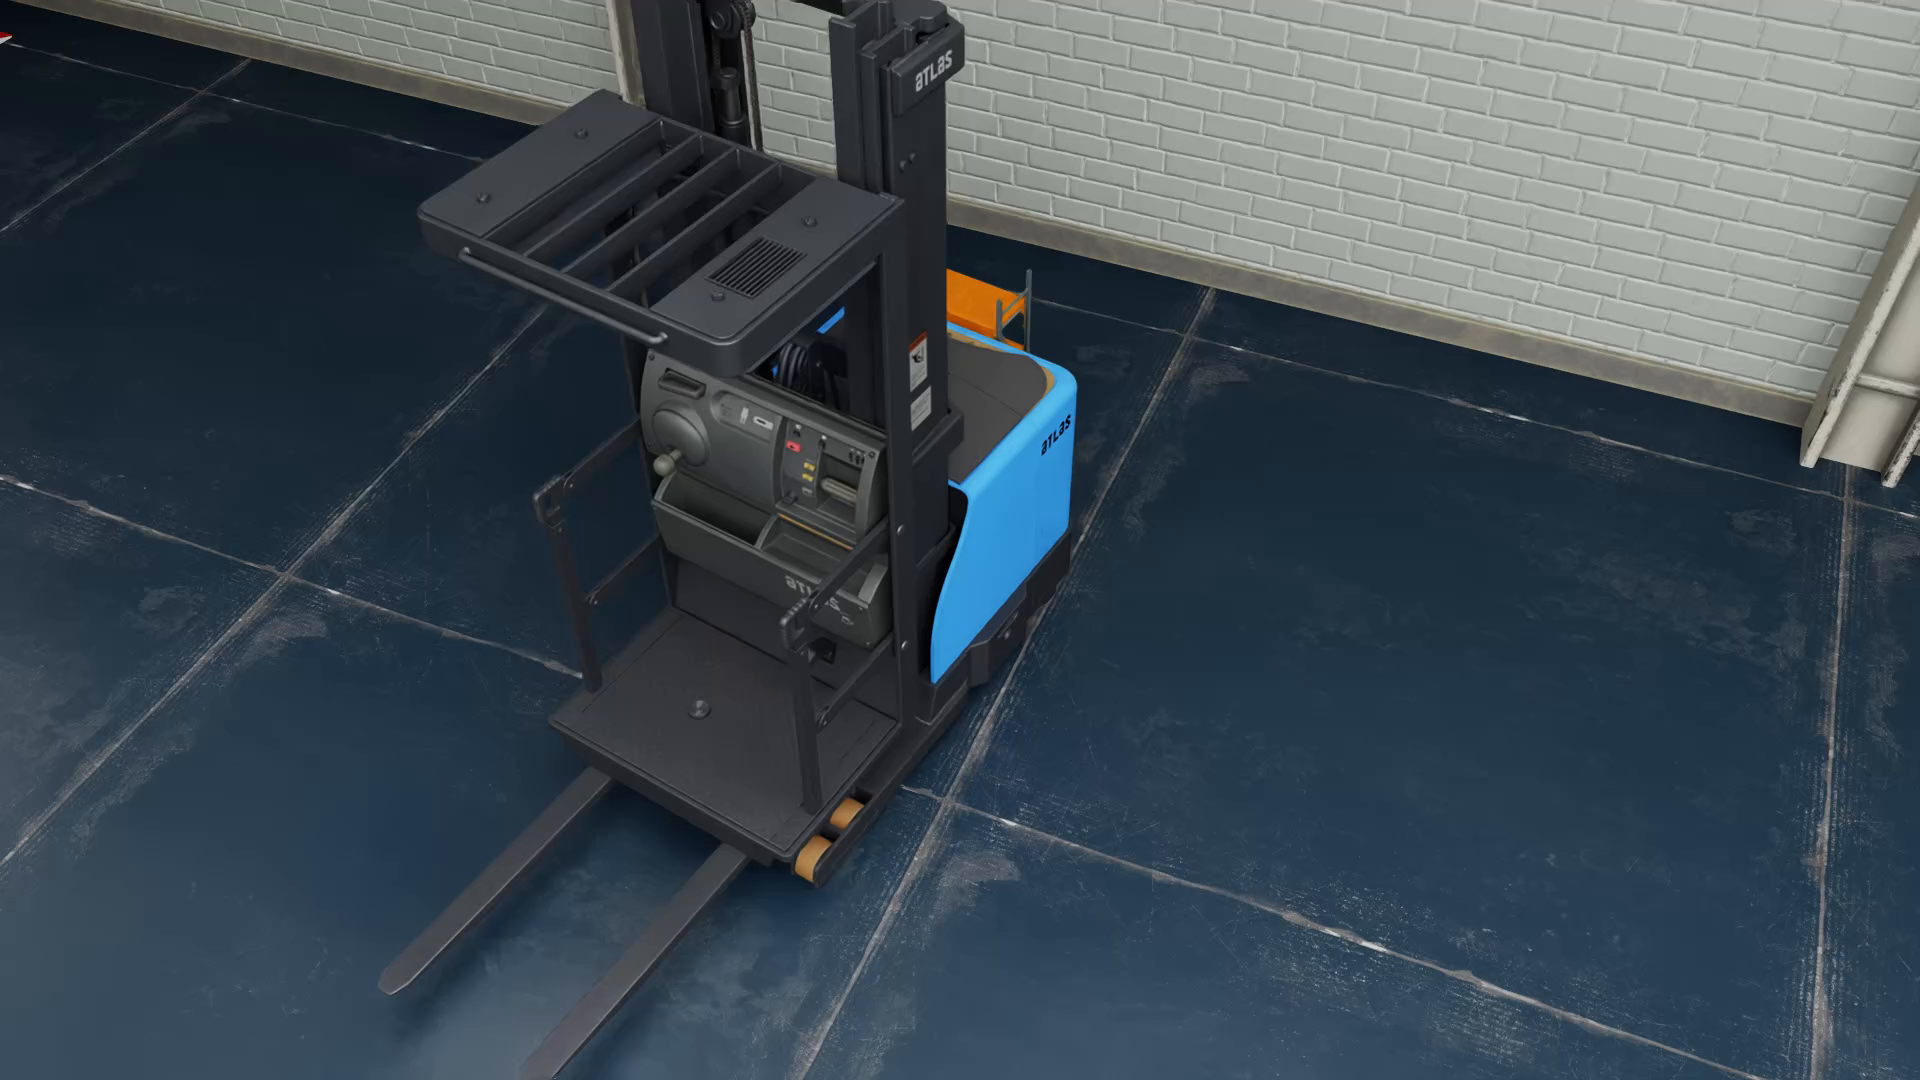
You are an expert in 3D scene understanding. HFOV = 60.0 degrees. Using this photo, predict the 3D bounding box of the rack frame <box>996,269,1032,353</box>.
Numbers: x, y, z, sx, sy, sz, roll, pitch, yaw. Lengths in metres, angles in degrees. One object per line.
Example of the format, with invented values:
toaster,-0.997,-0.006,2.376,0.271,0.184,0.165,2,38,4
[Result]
rack frame,0.209,-0.551,6.793,0.015,1.200,0.240,24,50,22

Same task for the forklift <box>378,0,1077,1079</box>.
forklift,-0.769,-0.216,5.228,1.130,2.935,3.031,25,50,23

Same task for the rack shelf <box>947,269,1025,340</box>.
rack shelf,0.003,-0.922,6.608,0.480,0.148,0.258,24,50,22

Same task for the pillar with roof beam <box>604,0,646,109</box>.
pillar with roof beam,-3.203,-2.399,3.120,0.400,9.000,9.100,16,47,16

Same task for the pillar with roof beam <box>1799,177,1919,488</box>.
pillar with roof beam,2.334,-0.770,1.482,0.400,9.000,9.100,16,47,16

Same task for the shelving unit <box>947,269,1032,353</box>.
shelving unit,0.003,-0.644,6.885,0.503,1.200,0.258,24,50,22

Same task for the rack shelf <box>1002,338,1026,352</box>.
rack shelf,0.003,-0.755,6.775,0.480,0.148,0.258,24,50,22
